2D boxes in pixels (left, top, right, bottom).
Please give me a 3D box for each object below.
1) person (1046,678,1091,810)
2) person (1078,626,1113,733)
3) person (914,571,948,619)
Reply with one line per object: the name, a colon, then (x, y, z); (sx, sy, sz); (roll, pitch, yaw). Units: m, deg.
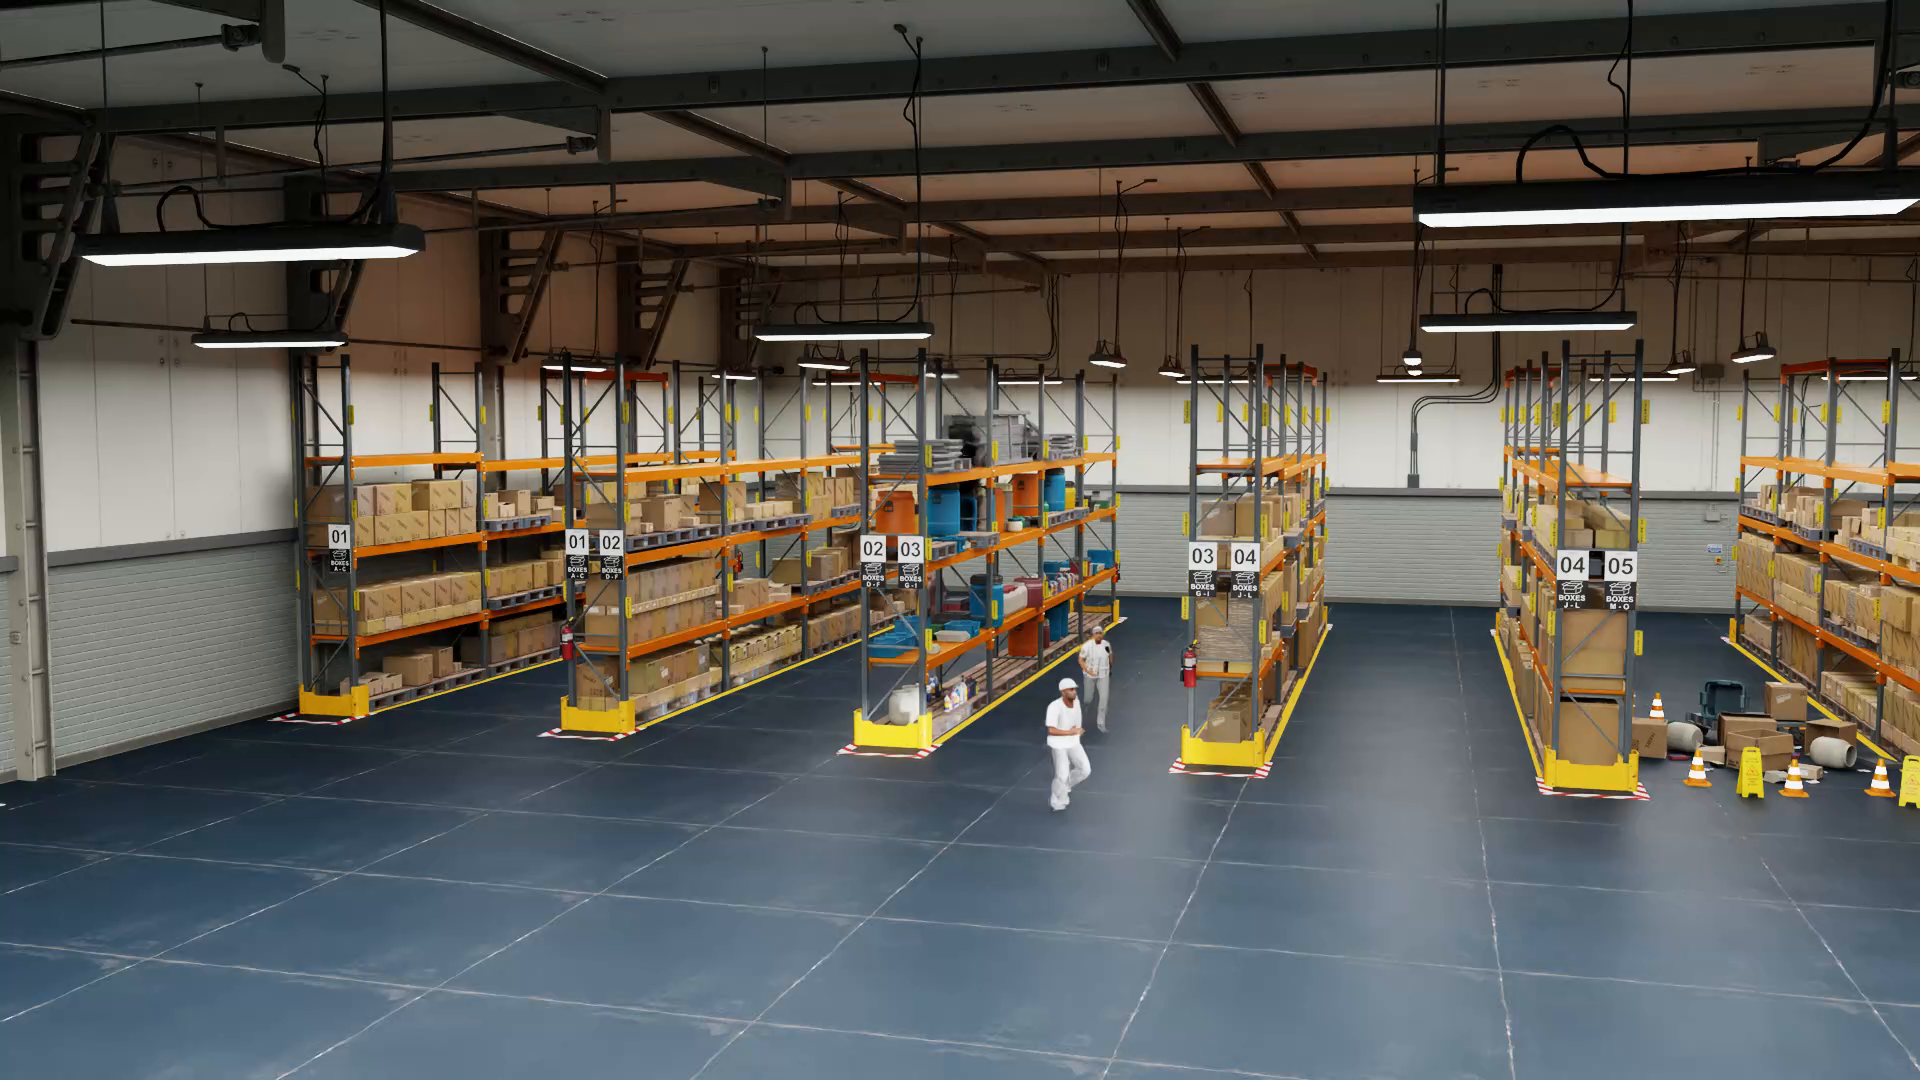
person: (1.365, 2.566, 20.834); (0.743, 1.704, 0.721); (-4, 6, -40)
person: (2.185, 2.208, 26.698); (0.583, 1.666, 1.020); (0, 4, -1)
person: (-0.656, 1.459, 35.797); (0.724, 1.734, 0.621); (1, 4, 14)
